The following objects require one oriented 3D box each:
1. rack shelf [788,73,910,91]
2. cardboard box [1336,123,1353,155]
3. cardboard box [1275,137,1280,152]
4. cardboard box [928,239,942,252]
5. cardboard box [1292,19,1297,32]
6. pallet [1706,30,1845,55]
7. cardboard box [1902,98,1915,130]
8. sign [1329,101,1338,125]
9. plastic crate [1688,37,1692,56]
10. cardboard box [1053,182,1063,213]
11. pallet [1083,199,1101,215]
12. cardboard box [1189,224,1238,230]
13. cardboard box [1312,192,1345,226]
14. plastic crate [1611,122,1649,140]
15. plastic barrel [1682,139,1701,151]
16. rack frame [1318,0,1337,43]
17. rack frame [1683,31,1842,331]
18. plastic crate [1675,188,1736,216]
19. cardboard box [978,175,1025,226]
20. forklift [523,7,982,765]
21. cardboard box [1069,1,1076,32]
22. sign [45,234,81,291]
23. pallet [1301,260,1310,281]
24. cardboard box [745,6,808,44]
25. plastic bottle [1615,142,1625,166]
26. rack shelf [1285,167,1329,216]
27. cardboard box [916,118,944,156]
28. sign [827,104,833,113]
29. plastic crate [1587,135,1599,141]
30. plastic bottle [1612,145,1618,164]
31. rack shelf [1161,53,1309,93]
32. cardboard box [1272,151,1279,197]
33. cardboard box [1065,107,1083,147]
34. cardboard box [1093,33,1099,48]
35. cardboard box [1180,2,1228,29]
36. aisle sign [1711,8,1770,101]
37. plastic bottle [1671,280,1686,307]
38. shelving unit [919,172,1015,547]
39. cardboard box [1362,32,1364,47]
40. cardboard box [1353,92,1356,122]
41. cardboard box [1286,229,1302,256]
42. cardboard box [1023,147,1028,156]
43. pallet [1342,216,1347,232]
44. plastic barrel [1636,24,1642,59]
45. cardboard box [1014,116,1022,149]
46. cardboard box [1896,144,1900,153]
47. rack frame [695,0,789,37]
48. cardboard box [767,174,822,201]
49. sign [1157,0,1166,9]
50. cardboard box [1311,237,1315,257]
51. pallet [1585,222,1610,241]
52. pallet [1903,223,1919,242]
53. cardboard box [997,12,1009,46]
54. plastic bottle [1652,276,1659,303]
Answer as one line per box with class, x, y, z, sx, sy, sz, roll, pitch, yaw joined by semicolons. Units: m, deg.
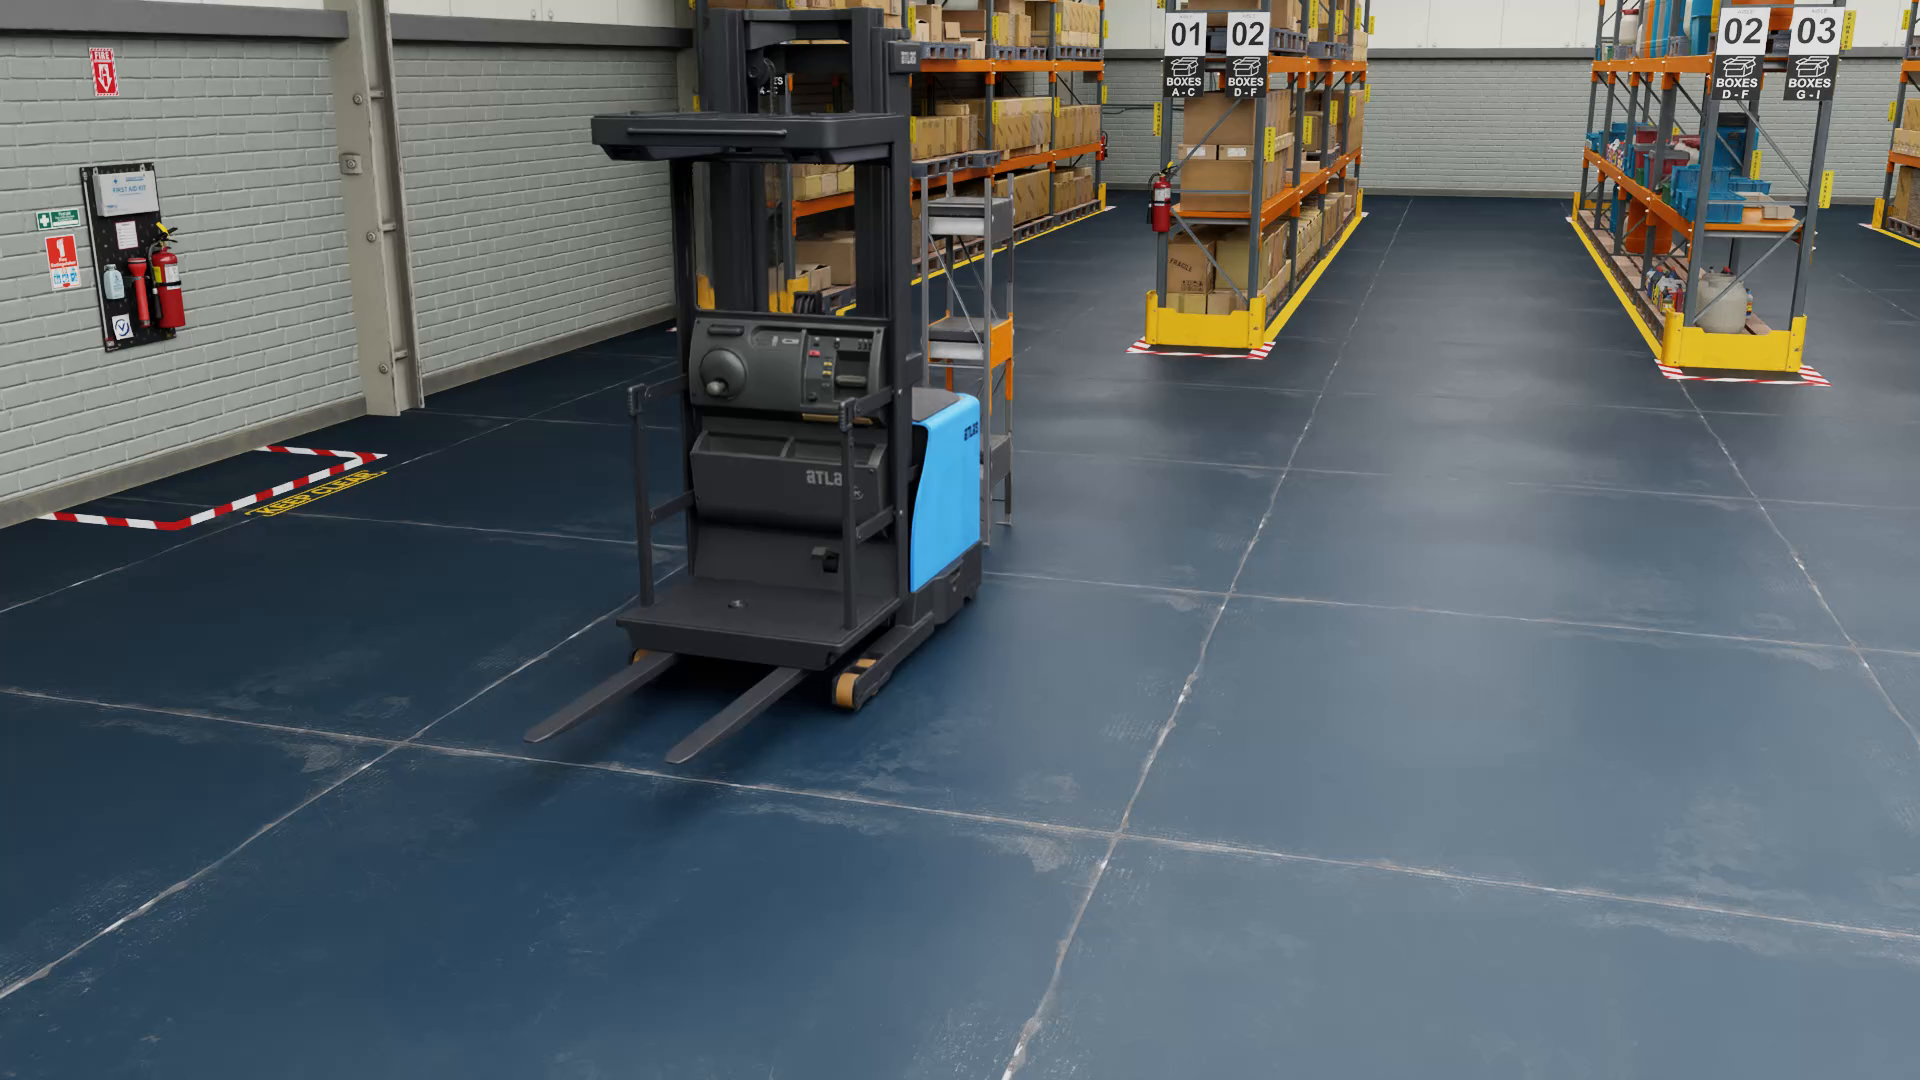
rack shelf;-1.704;-5.439;19.329;1.077;0.370;4.000;5;16;16
cardboard box;6.294;-6.735;27.896;0.500;0.500;0.500;5;17;17
cardboard box;3.308;-4.353;18.306;0.380;0.149;0.250;5;17;18
cardboard box;-0.660;-4.338;23.400;0.700;0.500;0.500;5;17;17
cardboard box;3.799;-6.216;20.254;0.500;0.250;0.500;6;17;22
pallet;7.555;-4.612;15.440;1.003;0.211;1.213;5;16;16
cardboard box;15.985;-7.049;27.539;0.500;0.500;0.500;4;16;15
sign;5.285;-6.043;23.517;0.100;0.325;0.005;5;16;16
plastic crate;7.654;-5.046;17.015;0.336;0.188;0.450;5;16;16
cardboard box;1.449;-6.145;29.810;0.700;0.500;0.500;5;17;17
pallet;2.122;-6.448;32.176;1.003;0.211;1.213;5;16;16
cardboard box;2.899;-3.363;19.085;0.500;0.500;0.500;5;16;16
cardboard box;6.023;-5.433;27.261;0.500;0.500;0.500;5;16;16
plastic crate;11.857;-7.180;29.472;0.616;0.435;0.499;5;16;16
plastic barrel;9.177;-4.701;20.657;0.433;0.535;0.433;0;16;0
rack frame;4.752;-8.415;23.005;1.000;3.000;0.127;5;16;16
rack frame;7.226;-3.051;15.087;1.000;3.000;0.127;5;16;16
plastic crate;7.272;-3.303;16.248;0.499;0.251;0.408;5;16;16
cardboard box;0.591;-5.490;26.860;0.750;0.750;0.750;5;16;16
forklift;-0.850;-0.794;7.256;1.130;2.935;3.031;5;17;19
cardboard box;1.750;-9.240;29.359;0.500;0.500;0.500;4;16;15
sign;-5.603;-1.736;10.388;0.001;0.329;0.234;5;16;16
pallet;4.132;-3.657;22.334;1.003;0.211;1.213;5;16;16
cardboard box;-1.938;-5.388;17.610;0.500;0.500;0.500;5;17;17
plastic bottle;9.616;-5.596;24.152;0.144;0.351;0.185;5;16;16
rack shelf;4.183;-4.659;22.077;1.077;0.370;4.000;5;16;16
cardboard box;-0.635;-5.576;23.001;0.700;0.500;0.500;7;17;24
sign;-1.669;-5.464;21.476;0.100;0.325;0.005;5;16;16
plastic crate;11.200;-6.974;29.115;0.416;0.233;0.300;5;16;16
plastic bottle;9.811;-5.736;24.782;0.152;0.276;0.135;5;16;16
rack shelf;3.047;-5.056;17.979;1.077;0.370;4.000;5;16;16
cardboard box;3.205;-4.144;18.760;0.700;0.500;0.500;5;17;17
cardboard box;1.718;-7.625;30.665;0.980;0.700;0.700;4;16;13
cardboard box;2.321;-9.414;31.346;0.500;0.250;0.500;5;17;18
cardboard box;2.553;-5.398;17.114;0.500;0.250;0.500;5;16;16
aisle sign;6.921;-4.305;14.747;0.394;0.787;0.004;5;16;16
plastic bottle;7.711;-2.654;17.874;0.152;0.276;0.135;5;16;16
shelving unit;0.047;-1.053;9.696;0.431;2.100;0.503;5;16;16
cardboard box;6.836;-8.817;29.281;0.500;0.250;0.500;5;16;16
cardboard box;6.438;-7.341;28.197;0.500;0.500;0.500;4;16;14
cardboard box;3.971;-3.720;20.689;0.500;0.311;0.500;5;16;16
cardboard box;0.910;-6.408;27.347;0.380;0.149;0.250;4;16;14
pallet;6.085;-5.413;28.527;1.003;0.211;1.213;5;16;16
plastic barrel;9.118;-6.583;21.839;0.421;0.512;0.421;0;16;0
cardboard box;0.684;-6.486;26.434;0.500;0.500;0.500;5;16;16
cardboard box;16.033;-6.597;28.051;0.380;0.149;0.250;4;16;15
rack frame;-2.272;-6.705;16.977;1.000;3.000;0.127;5;16;16
cardboard box;-1.829;-3.859;18.177;0.500;0.250;0.500;4;16;14
sign;1.962;-5.312;16.087;0.100;0.325;0.005;5;16;16
cardboard box;4.547;-3.985;22.650;0.500;0.250;0.500;5;17;17
pallet;10.808;-5.044;27.225;1.003;0.211;1.213;5;16;16
pallet;16.021;-4.977;26.991;1.003;0.211;1.213;5;16;16
cardboard box;0.354;-8.032;26.165;0.700;0.500;0.500;6;17;19
plastic bottle;7.595;-2.734;18.141;0.061;0.283;0.133;5;17;18
